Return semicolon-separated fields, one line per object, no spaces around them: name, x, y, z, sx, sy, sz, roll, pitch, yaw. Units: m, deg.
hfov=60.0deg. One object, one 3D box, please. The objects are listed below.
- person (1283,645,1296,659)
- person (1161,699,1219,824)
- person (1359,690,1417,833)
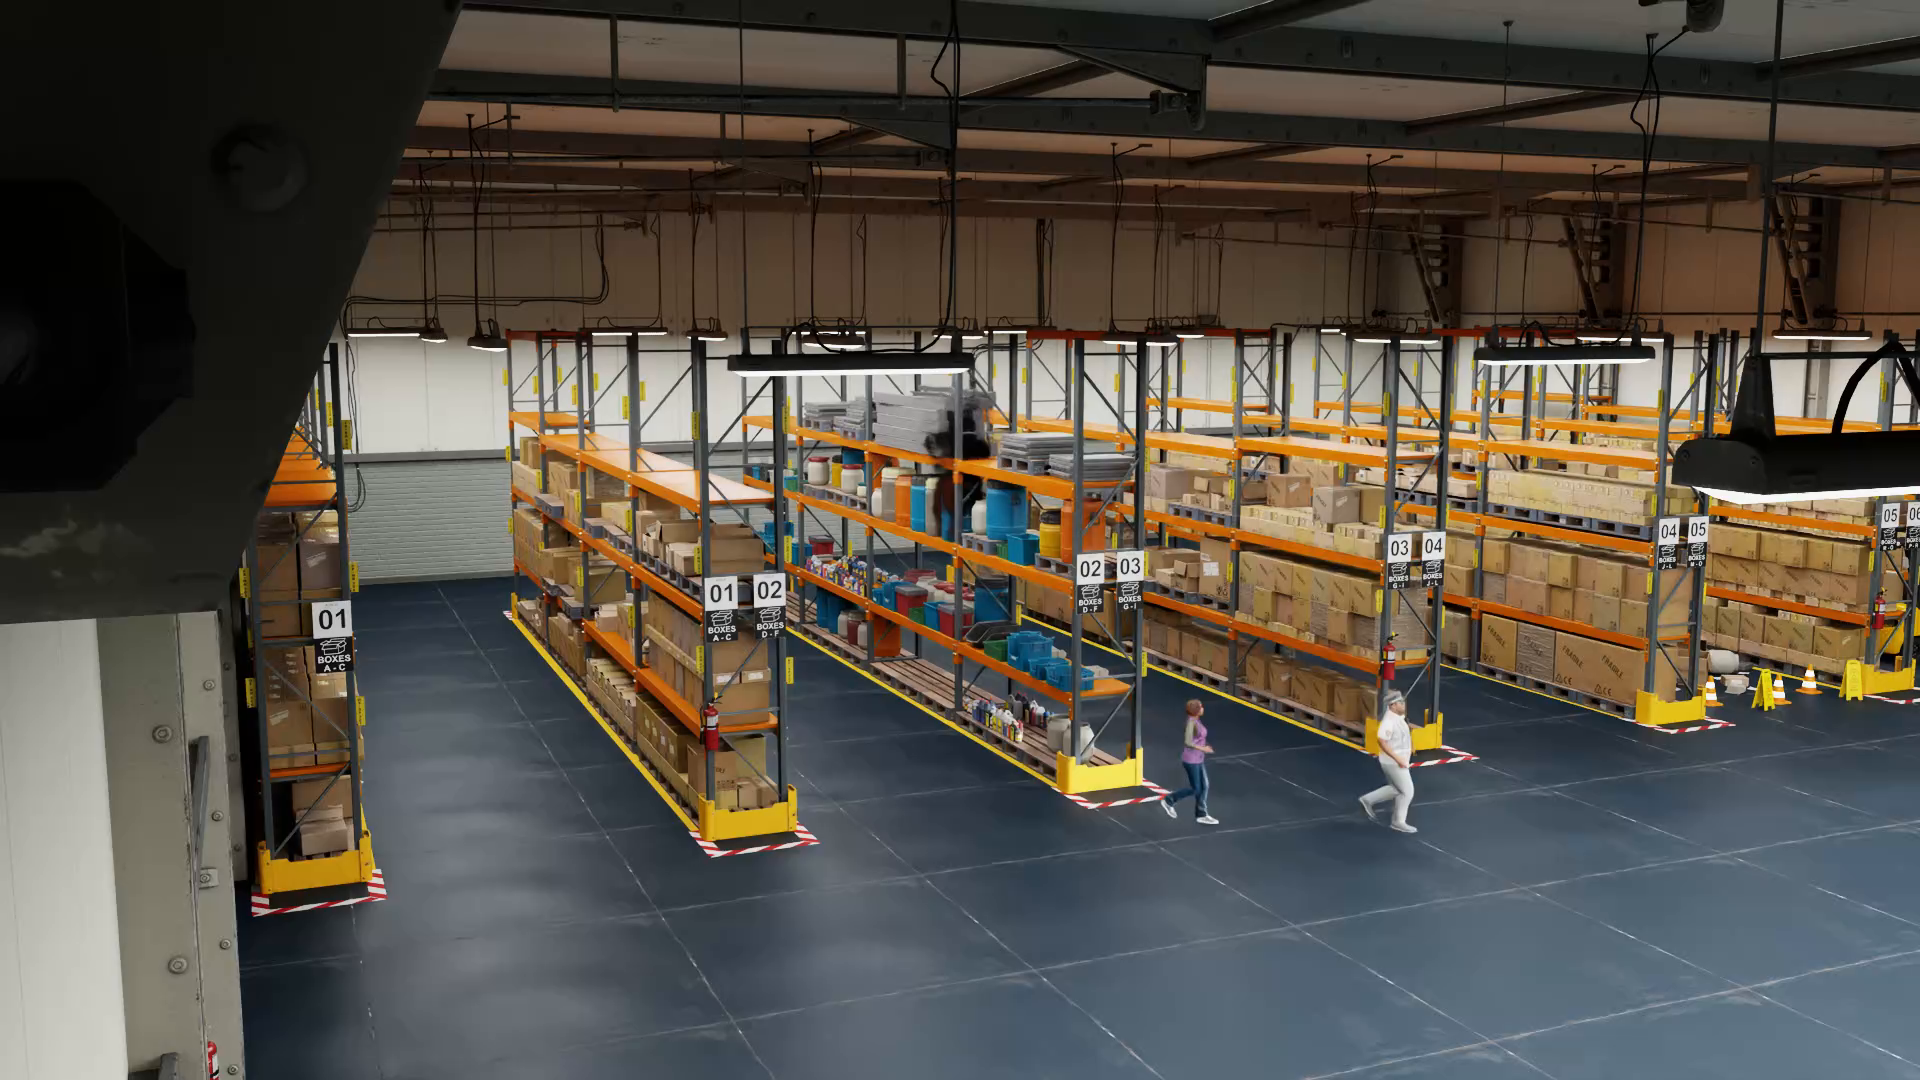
person;6.015;1.405;30.340;0.602;1.692;0.776;-3;8;-22
person;2.875;2.747;20.679;0.717;1.582;0.563;2;8;15
person;5.296;2.703;20.449;0.698;1.775;0.657;2;8;15
